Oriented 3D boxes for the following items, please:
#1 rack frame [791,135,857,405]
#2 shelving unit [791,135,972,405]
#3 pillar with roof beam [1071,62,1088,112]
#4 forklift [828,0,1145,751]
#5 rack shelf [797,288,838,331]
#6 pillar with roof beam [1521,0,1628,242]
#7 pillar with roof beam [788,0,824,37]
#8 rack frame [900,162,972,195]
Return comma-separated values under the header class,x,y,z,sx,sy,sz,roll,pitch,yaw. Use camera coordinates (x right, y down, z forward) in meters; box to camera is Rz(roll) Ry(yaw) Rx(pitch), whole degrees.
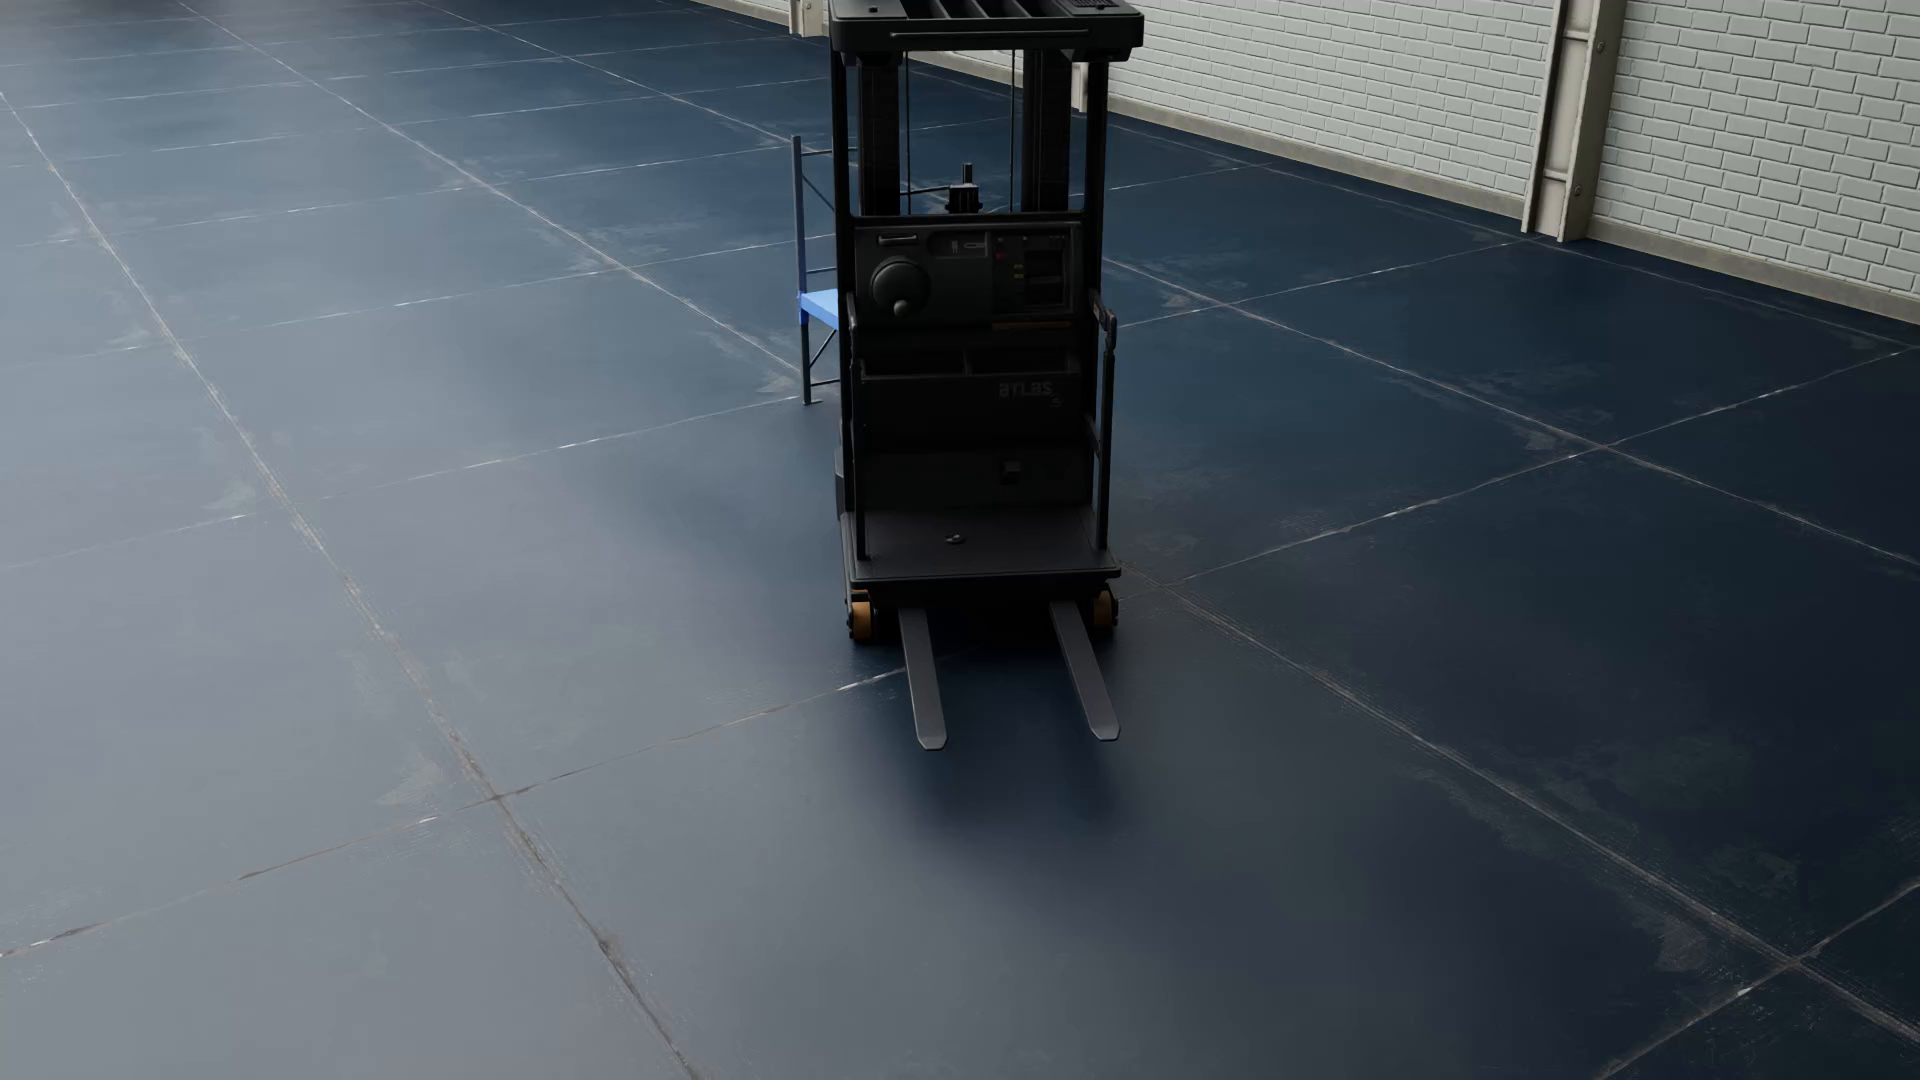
class,x,y,z,sx,sy,sz,roll,pitch,yaw
rack frame,-0.665,-1.496,9.163,0.500,1.500,0.032,-14,28,-26
shelving unit,-0.415,-1.307,8.762,0.538,1.500,1.048,-14,28,-26
pillar with roof beam,-2.338,-7.553,13.208,9.100,9.000,0.400,-16,29,-30
forklift,0.062,-1.061,6.564,1.130,2.935,3.031,-2,25,-5
rack shelf,-0.415,-1.145,8.839,0.538,0.185,1.000,-14,28,-26
pillar with roof beam,0.937,-5.407,8.662,9.100,9.000,0.400,-16,29,-30
pillar with roof beam,-5.614,-9.699,17.754,9.100,9.000,0.400,-16,29,-30
rack frame,-0.165,-1.118,8.362,0.500,1.500,0.032,-14,28,-26
